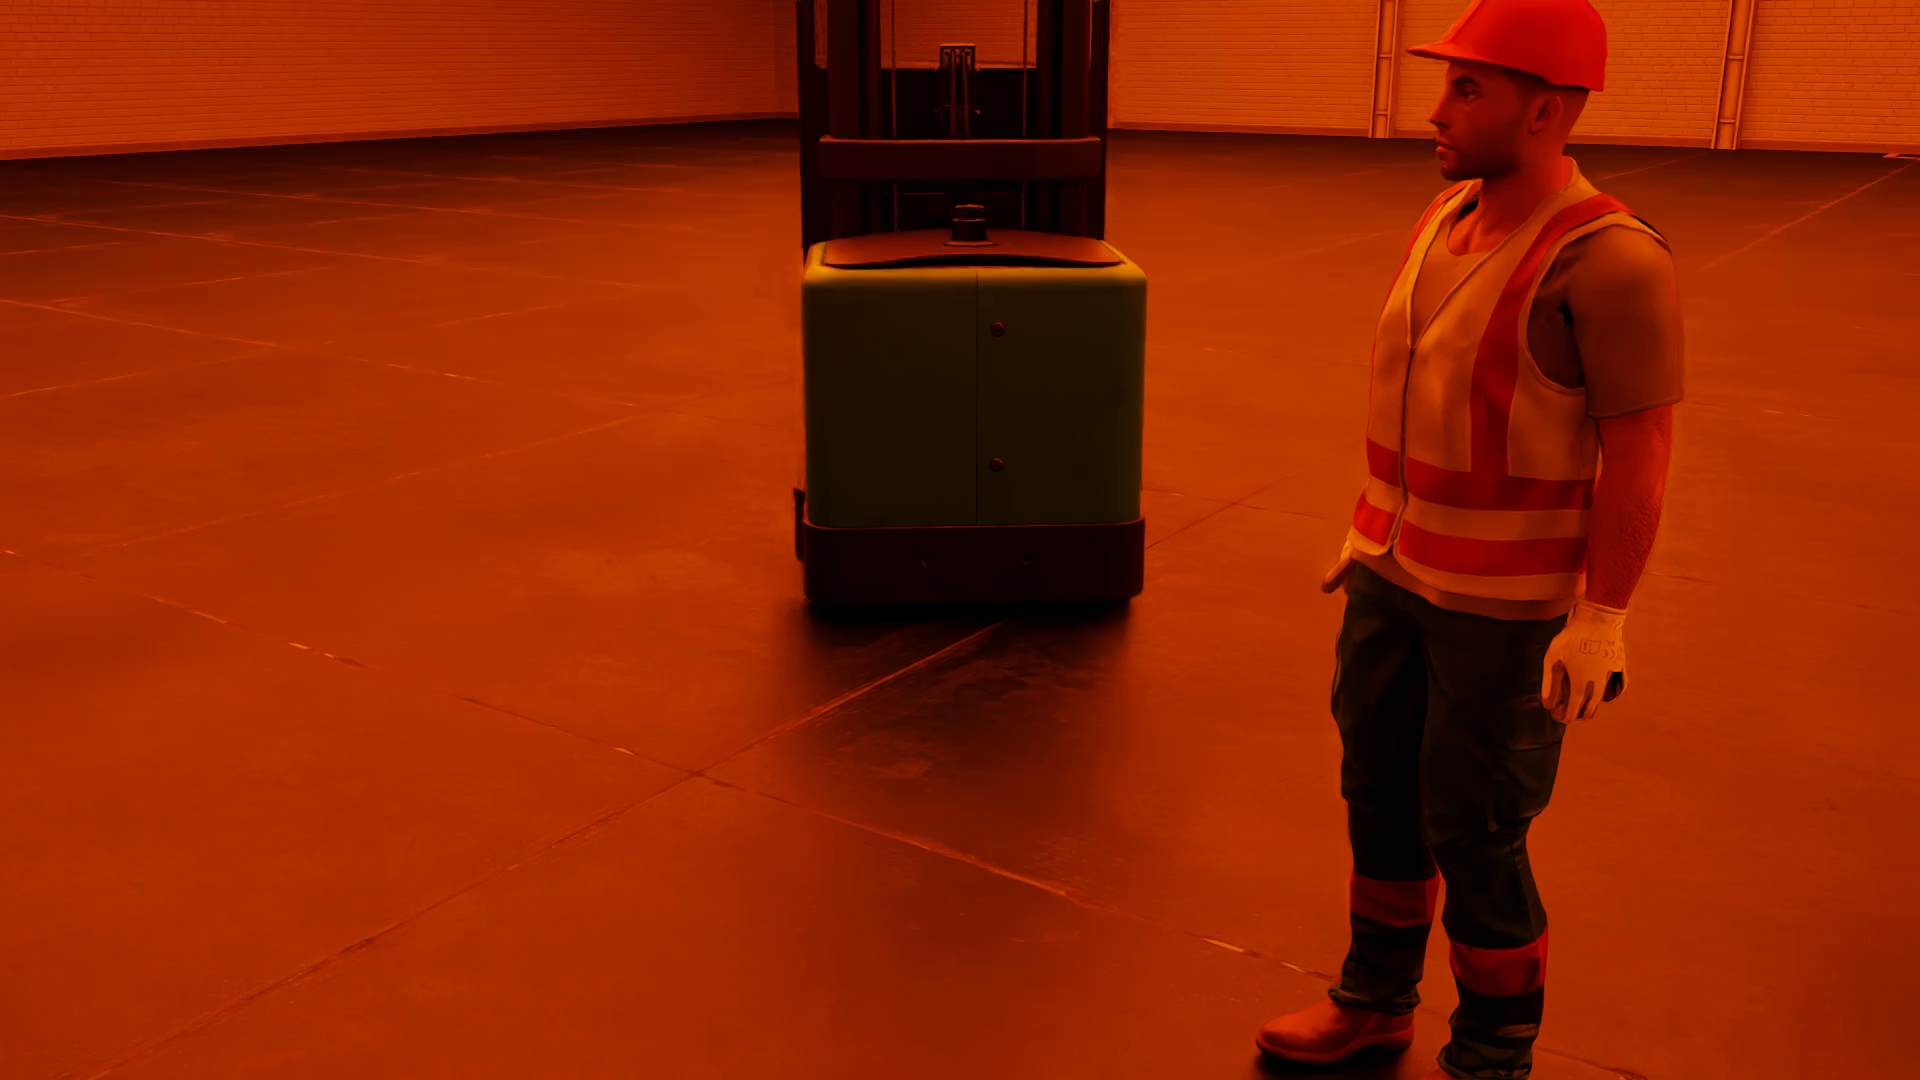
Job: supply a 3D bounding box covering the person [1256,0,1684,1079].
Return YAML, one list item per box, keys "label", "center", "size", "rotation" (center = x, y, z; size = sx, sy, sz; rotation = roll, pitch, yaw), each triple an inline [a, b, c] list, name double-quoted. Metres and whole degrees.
- label: "person"
  center: [0.759, 0.074, 2.580]
  size: [0.383, 1.794, 0.626]
  rotation: [-7, 18, -22]

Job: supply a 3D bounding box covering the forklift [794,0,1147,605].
- label: "forklift"
  center: [-0.040, -1.579, 6.113]
  size: [1.130, 2.935, 3.031]
  rotation: [-1, 17, -3]
